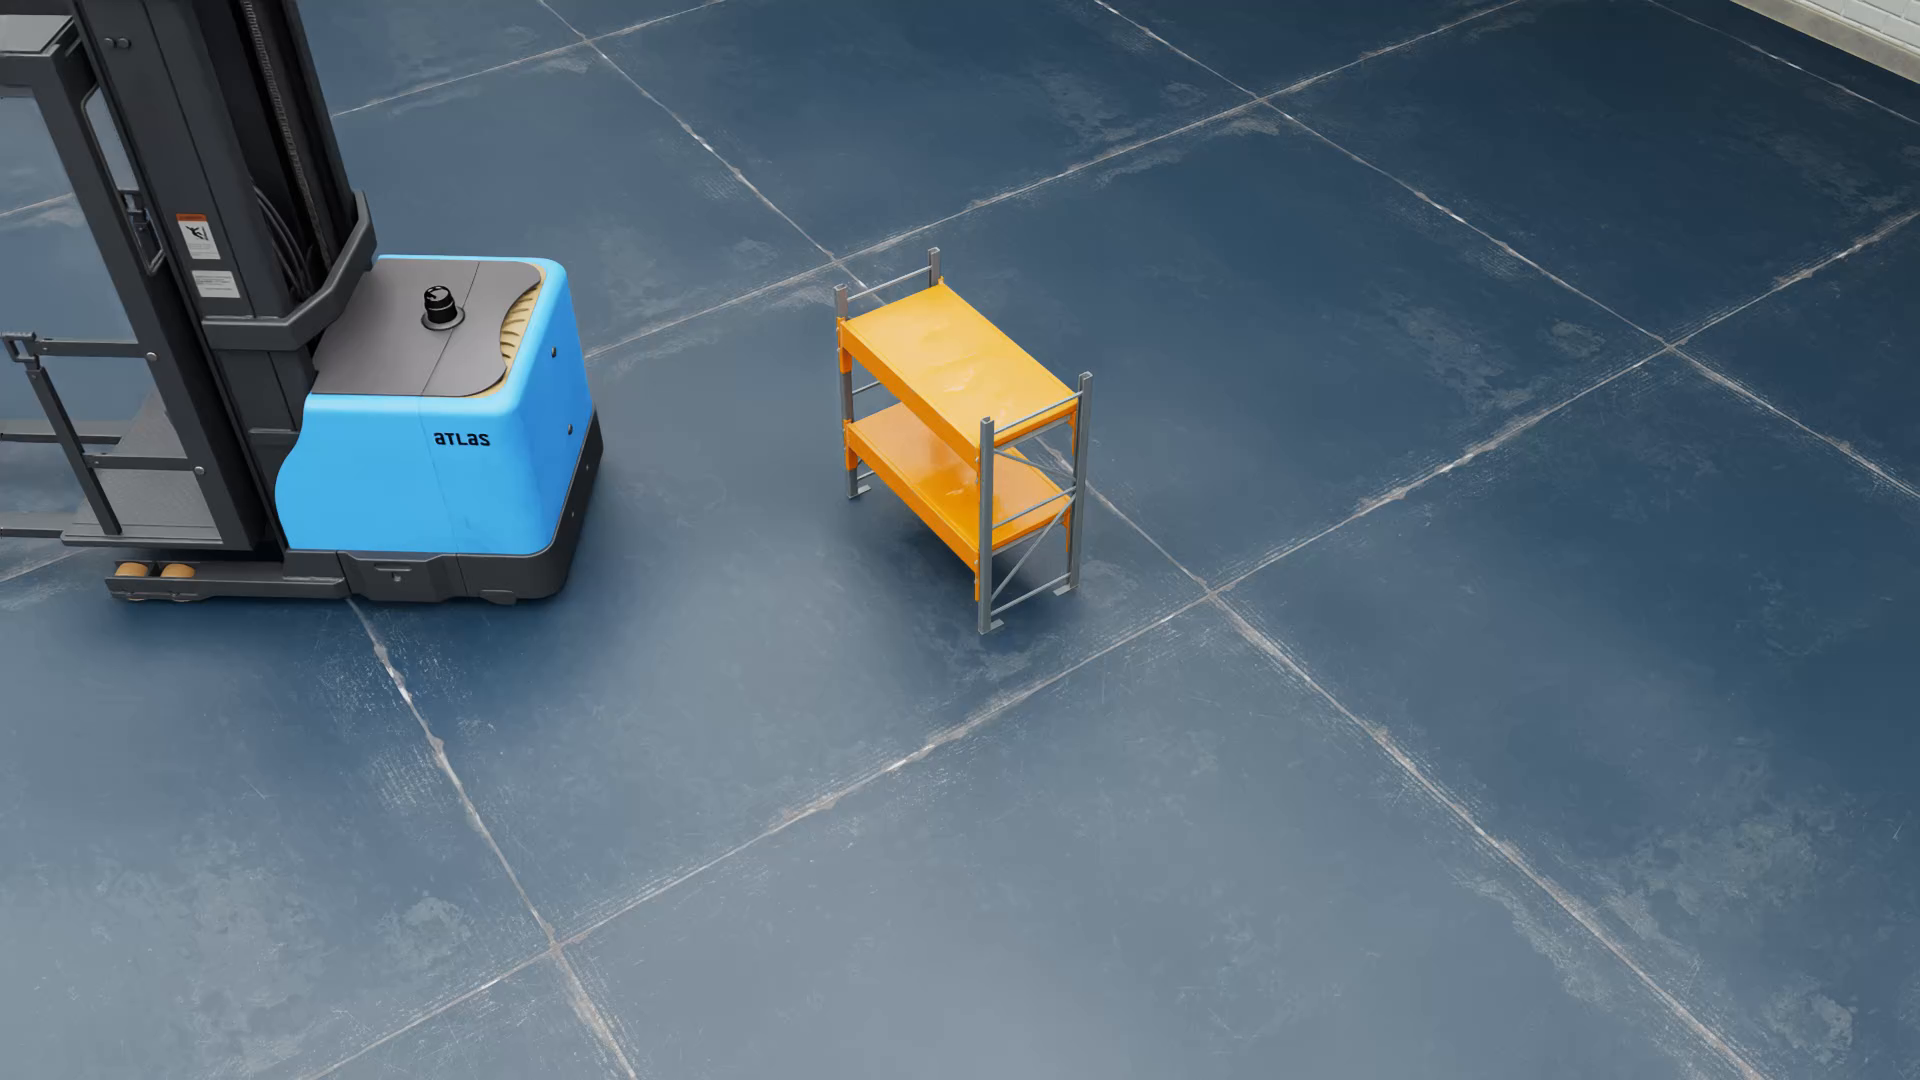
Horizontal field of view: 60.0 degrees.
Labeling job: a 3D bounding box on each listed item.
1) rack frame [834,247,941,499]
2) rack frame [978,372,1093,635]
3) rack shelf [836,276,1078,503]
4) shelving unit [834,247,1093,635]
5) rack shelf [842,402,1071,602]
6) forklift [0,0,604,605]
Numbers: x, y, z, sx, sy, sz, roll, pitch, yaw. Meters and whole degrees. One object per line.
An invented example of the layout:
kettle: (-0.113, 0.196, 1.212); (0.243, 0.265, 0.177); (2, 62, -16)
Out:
rack frame: (-0.295, -0.699, 7.158); (0.500, 1.125, 0.032); (-26, 49, -24)
rack frame: (0.287, -0.123, 6.555); (0.500, 1.125, 0.032); (-26, 49, -24)
rack shelf: (-0.004, -0.622, 6.654); (0.538, 0.278, 1.000); (-26, 49, -24)
shelving unit: (-0.004, -0.411, 6.857); (0.538, 1.125, 1.048); (-26, 49, -24)
rack shelf: (-0.004, -0.234, 7.025); (0.538, 0.278, 1.000); (-26, 49, -24)
forklift: (-3.152, -1.165, 6.338); (3.031, 2.935, 1.130); (2, 44, 2)
